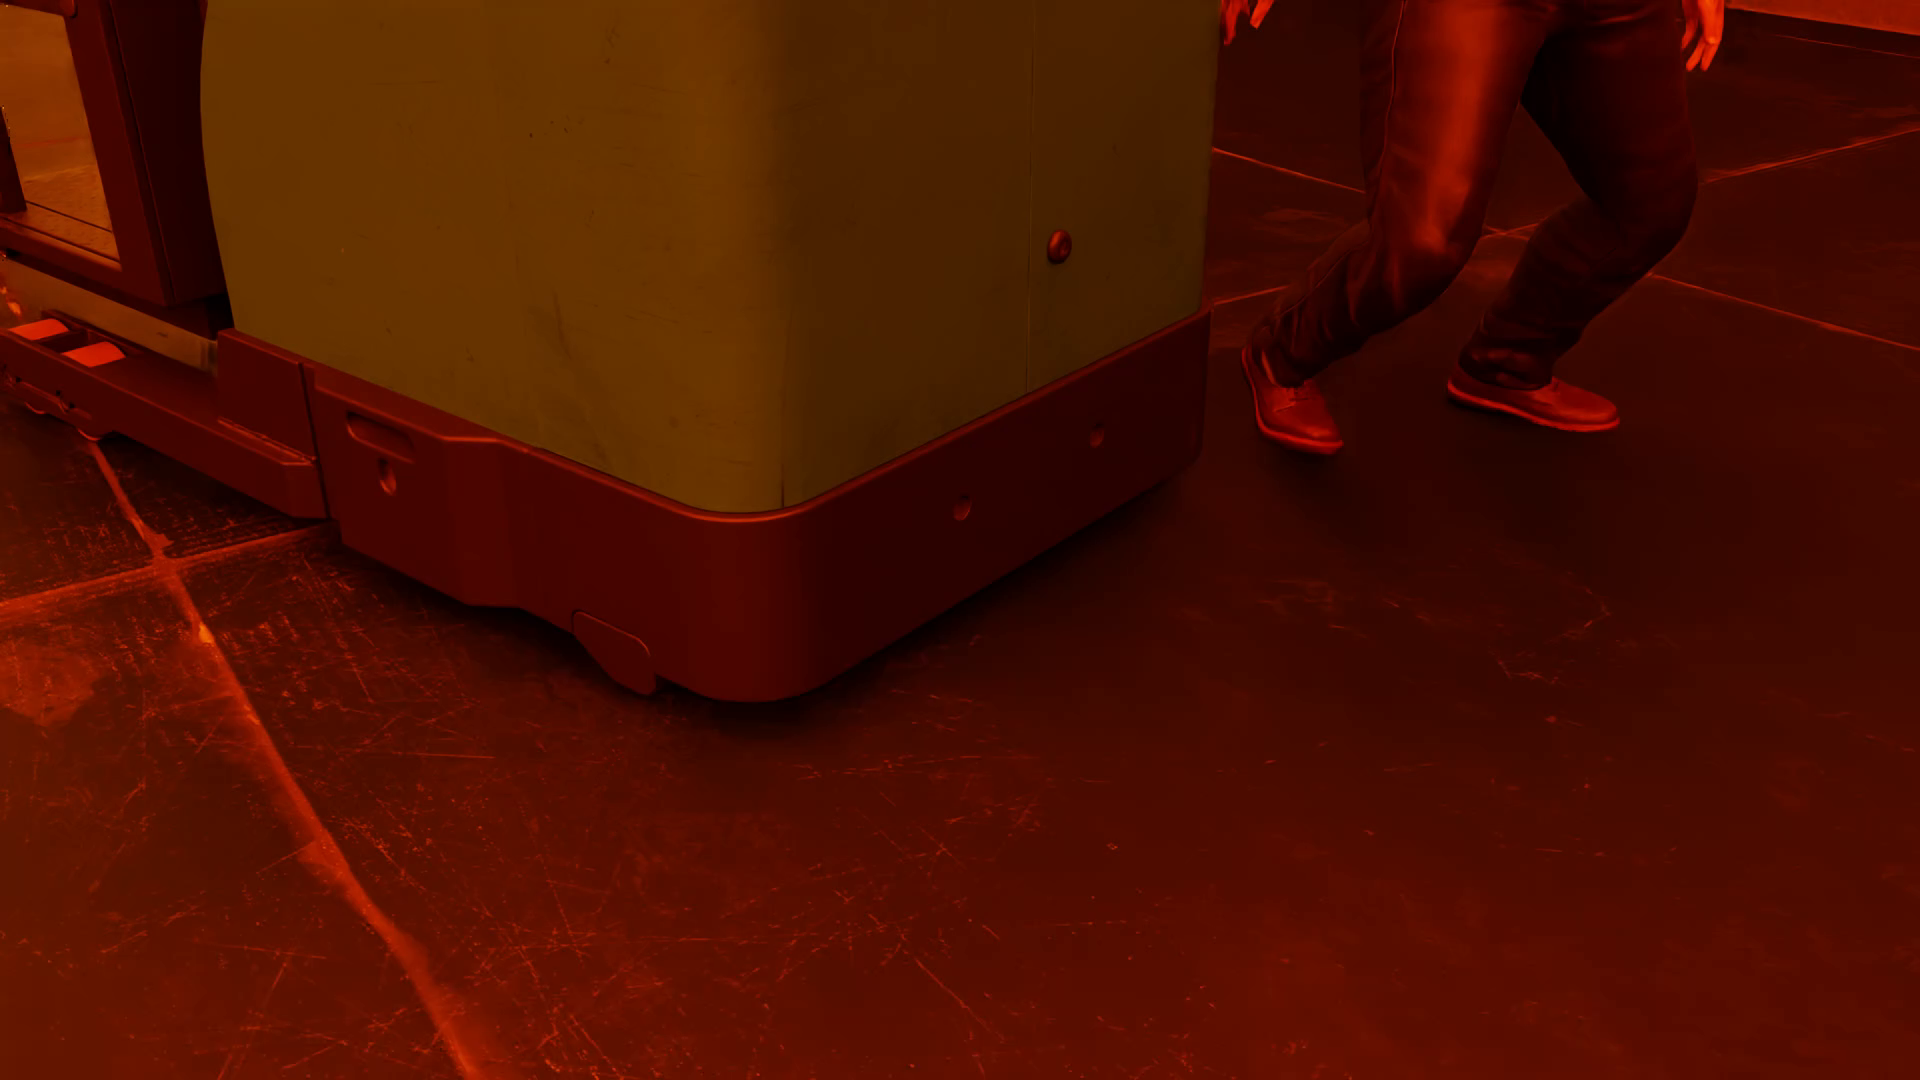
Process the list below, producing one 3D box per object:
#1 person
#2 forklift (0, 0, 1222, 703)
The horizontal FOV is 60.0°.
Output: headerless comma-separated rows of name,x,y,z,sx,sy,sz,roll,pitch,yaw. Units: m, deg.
person,0.773,-0.834,2.434,0.813,1.573,0.485,-11,29,-21
forklift,-1.085,-1.642,2.504,3.031,2.935,1.130,20,33,34
